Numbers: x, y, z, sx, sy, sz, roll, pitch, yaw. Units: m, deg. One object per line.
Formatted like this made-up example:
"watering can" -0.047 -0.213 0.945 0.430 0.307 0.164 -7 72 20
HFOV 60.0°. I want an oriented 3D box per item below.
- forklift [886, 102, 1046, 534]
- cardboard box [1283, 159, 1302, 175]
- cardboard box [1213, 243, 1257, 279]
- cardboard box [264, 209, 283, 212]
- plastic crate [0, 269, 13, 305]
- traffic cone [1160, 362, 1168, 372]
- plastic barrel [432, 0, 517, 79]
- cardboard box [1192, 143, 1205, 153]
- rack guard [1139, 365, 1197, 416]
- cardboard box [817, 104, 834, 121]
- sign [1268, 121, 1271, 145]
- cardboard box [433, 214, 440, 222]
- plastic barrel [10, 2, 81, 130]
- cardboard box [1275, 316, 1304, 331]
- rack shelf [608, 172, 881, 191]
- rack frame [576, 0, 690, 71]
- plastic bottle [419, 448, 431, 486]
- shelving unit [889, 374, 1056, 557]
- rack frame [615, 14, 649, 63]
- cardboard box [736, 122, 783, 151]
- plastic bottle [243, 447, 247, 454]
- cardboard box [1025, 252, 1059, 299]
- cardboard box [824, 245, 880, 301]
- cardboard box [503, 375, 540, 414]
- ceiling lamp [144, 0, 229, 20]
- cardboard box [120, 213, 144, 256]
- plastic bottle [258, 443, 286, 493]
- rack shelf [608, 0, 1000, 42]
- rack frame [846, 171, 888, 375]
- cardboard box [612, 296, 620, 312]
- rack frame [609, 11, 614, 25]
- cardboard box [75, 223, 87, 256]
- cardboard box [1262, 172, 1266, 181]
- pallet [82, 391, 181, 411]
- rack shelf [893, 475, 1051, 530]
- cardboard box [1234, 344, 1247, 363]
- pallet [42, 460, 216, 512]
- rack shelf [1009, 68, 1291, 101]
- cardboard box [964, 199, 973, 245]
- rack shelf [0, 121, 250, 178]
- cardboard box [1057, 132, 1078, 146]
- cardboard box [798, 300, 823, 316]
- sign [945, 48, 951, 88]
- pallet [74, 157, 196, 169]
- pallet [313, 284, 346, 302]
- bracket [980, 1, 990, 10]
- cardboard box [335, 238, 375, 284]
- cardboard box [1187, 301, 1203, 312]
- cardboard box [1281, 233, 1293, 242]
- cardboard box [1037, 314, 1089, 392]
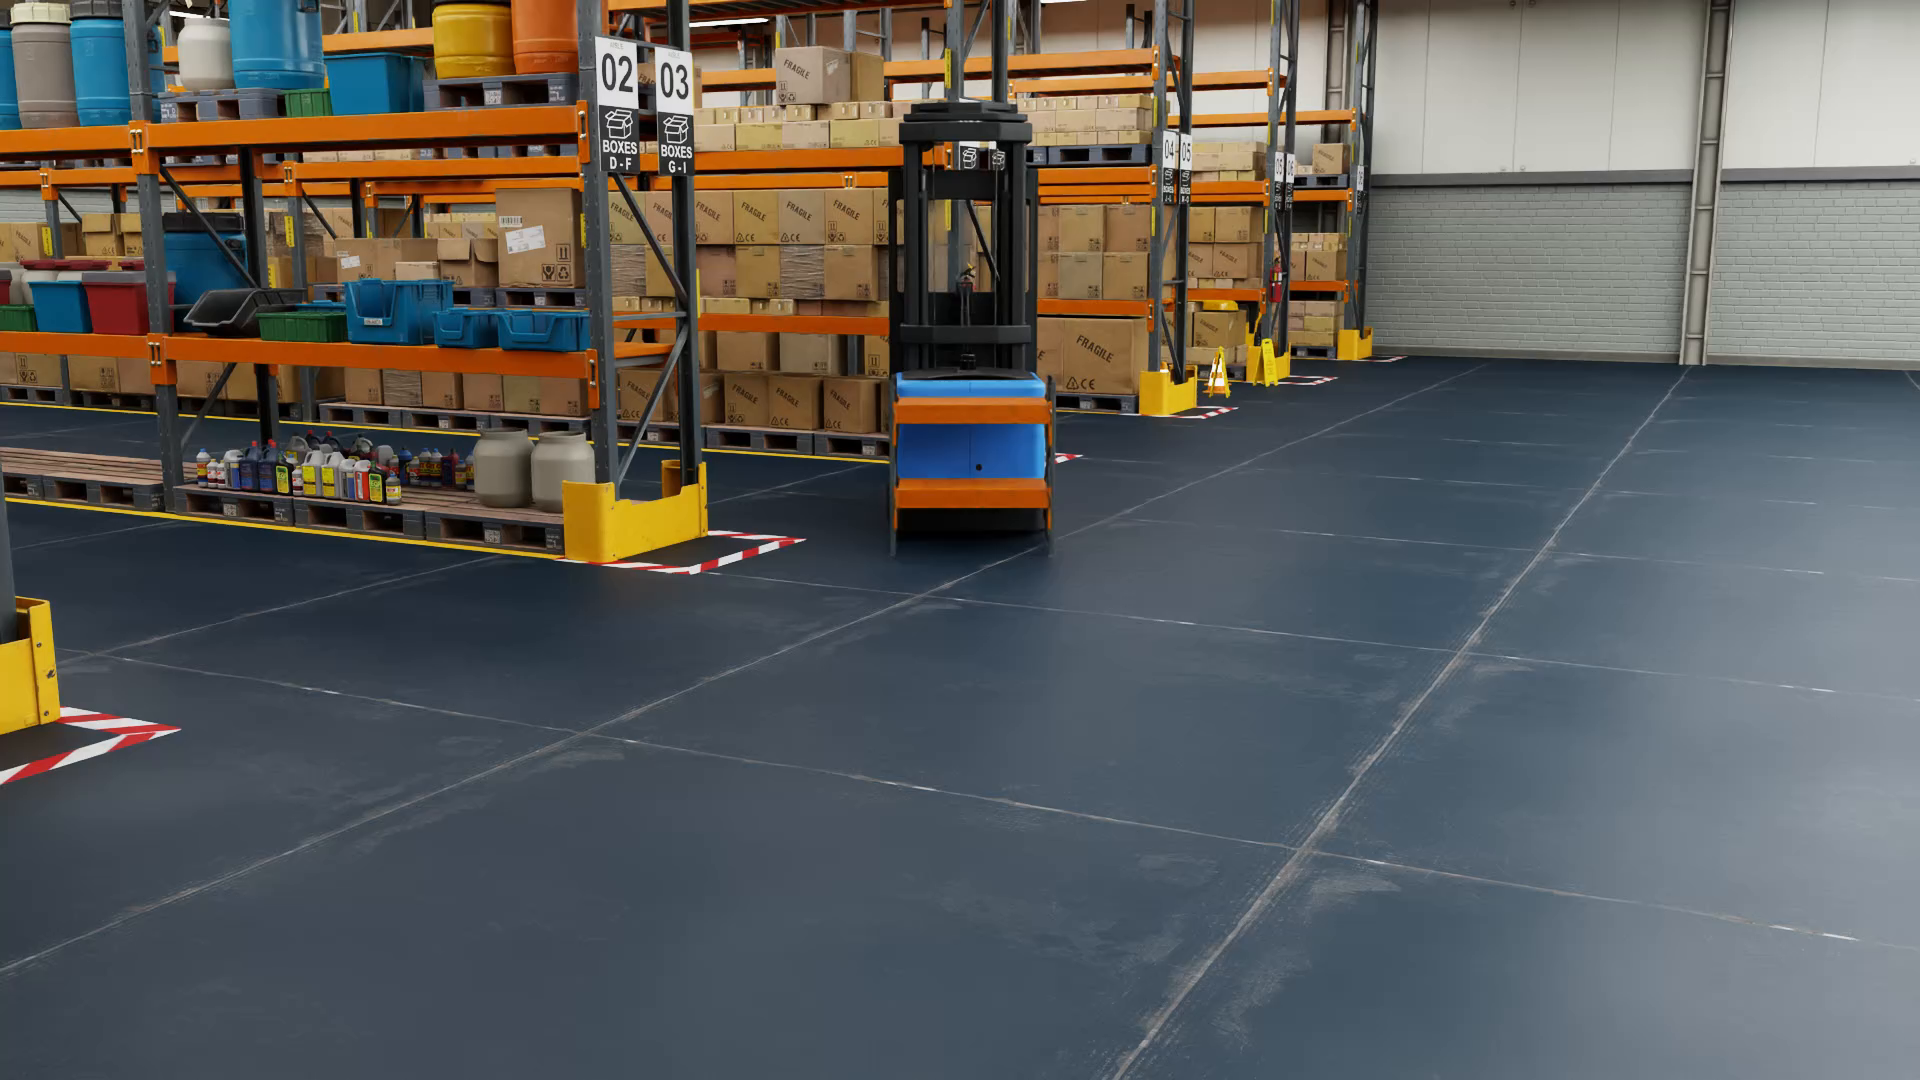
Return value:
"forklift" 0.013 -1.704 12.414 1.130 2.935 3.031 0 10 -2
"cardboard box" 5.633 -6.305 28.140 0.258 0.266 0.396 5 11 26
"cardboard box" 3.936 -4.004 23.814 0.500 0.500 0.500 5 11 25
"cardboard box" -10.248 -4.759 25.177 0.500 0.500 0.500 5 11 24
"plastic crate" -7.892 -1.921 13.244 0.583 0.464 0.402 5 11 26
"traffic cone" 2.597 -2.031 21.154 0.334 0.463 0.336 5 11 26
"plastic barrel" -3.110 -3.281 10.804 0.600 0.588 0.600 0 10 0
"cardboard box" 3.455 -5.606 23.824 0.250 0.149 0.380 5 11 26
"rack guard" 2.467 -1.779 19.656 0.348 0.500 1.175 5 11 26
"cardboard box" -1.105 -3.896 15.213 0.250 0.149 0.380 5 11 26
"sign" 4.281 -5.634 23.029 0.005 0.325 0.100 5 11 26
"cardboard box" -9.341 -5.849 30.217 0.250 0.149 0.380 5 12 27
"plastic barrel" -6.757 -3.531 12.485 0.600 0.901 0.600 0 10 0
"cardboard box" 5.718 -3.732 28.565 0.500 0.250 0.500 5 11 25
"rack shelf" -2.936 -4.606 21.854 4.000 0.370 1.077 5 11 26
"rack frame" -2.032 -4.388 10.206 0.127 3.000 1.000 5 11 26
"plastic bottle" -3.917 -0.537 12.202 0.097 0.271 0.097 0 10 0
"shelving unit" 0.078 -0.488 10.767 1.048 1.125 0.538 0 10 0
"rack frame" -3.427 -5.494 16.319 0.127 3.000 1.000 5 11 26
"cardboard box" -1.743 -3.746 15.503 0.500 0.250 0.500 5 11 25
"plastic bottle" -5.178 -0.532 12.137 0.133 0.283 0.061 5 11 26
"cardboard box" 1.143 -3.211 20.127 0.550 0.550 0.875 5 11 26
"cardboard box" -0.823 -2.490 15.451 0.500 0.500 0.875 5 11 26
"cardboard box" -4.388 -1.621 17.547 0.500 0.500 0.700 5 11 25
"ceiling lamp" -13.284 -10.719 28.798 0.800 3.185 2.000 5 11 26
"cardboard box" -9.415 -3.610 19.658 0.637 0.503 0.797 5 11 26
"plastic bottle" -4.909 -0.519 11.879 0.185 0.351 0.144 4 11 23
"rack shelf" -1.634 -4.981 15.512 4.000 0.370 1.077 5 11 26
"rack frame" -1.142 -3.326 21.186 0.127 3.000 1.000 5 11 26
"cardboard box" -3.368 -2.353 16.516 0.250 0.149 0.380 5 11 26
"rack frame" -6.217 -7.707 28.547 0.127 3.000 1.000 5 11 26
"cardboard box" -10.918 -3.693 20.690 0.500 0.500 0.500 5 11 26
"cardboard box" 4.391 -5.240 24.043 0.250 0.149 0.380 5 11 26
"pallet" -9.876 -1.751 20.315 1.213 0.211 1.003 5 11 26
"rack shelf" 0.078 -0.247 10.811 1.000 0.278 0.538 0 10 0
"cardboard box" 3.944 -2.771 24.659 0.500 0.250 0.500 5 11 25
"pallet" -6.340 -0.434 13.038 1.213 0.211 1.003 5 11 26
"rack shelf" 2.751 -6.564 24.257 4.000 0.370 1.077 5 11 26
"cardboard box" -0.213 -3.001 15.467 0.500 0.500 0.500 5 11 26
"rack shelf" -7.412 -3.031 13.150 4.000 0.370 1.077 5 11 26
"cardboard box" 1.314 -4.651 19.331 0.250 0.149 0.380 5 11 26
"cardboard box" -1.315 -2.189 15.605 0.250 0.149 0.380 5 11 26
"sign" -0.104 -4.051 14.284 0.005 0.325 0.100 5 11 26
"pallet" -9.758 -4.490 19.730 1.217 0.209 0.805 5 11 24
"pallet" -6.328 -2.724 18.395 1.003 0.211 1.213 5 11 26
"bracket" 0.602 -9.973 30.962 0.430 0.232 0.235 5 11 26
"cardboard box" -6.512 -3.077 18.348 0.500 0.500 0.500 4 11 19
"cardboard box" 3.352 -3.391 24.159 0.250 0.149 0.380 5 12 27
"cardboard box" 5.651 -5.174 28.459 0.250 0.149 0.380 5 11 26
"cardboard box" 1.018 -2.284 20.214 0.875 0.875 0.875 5 11 25
